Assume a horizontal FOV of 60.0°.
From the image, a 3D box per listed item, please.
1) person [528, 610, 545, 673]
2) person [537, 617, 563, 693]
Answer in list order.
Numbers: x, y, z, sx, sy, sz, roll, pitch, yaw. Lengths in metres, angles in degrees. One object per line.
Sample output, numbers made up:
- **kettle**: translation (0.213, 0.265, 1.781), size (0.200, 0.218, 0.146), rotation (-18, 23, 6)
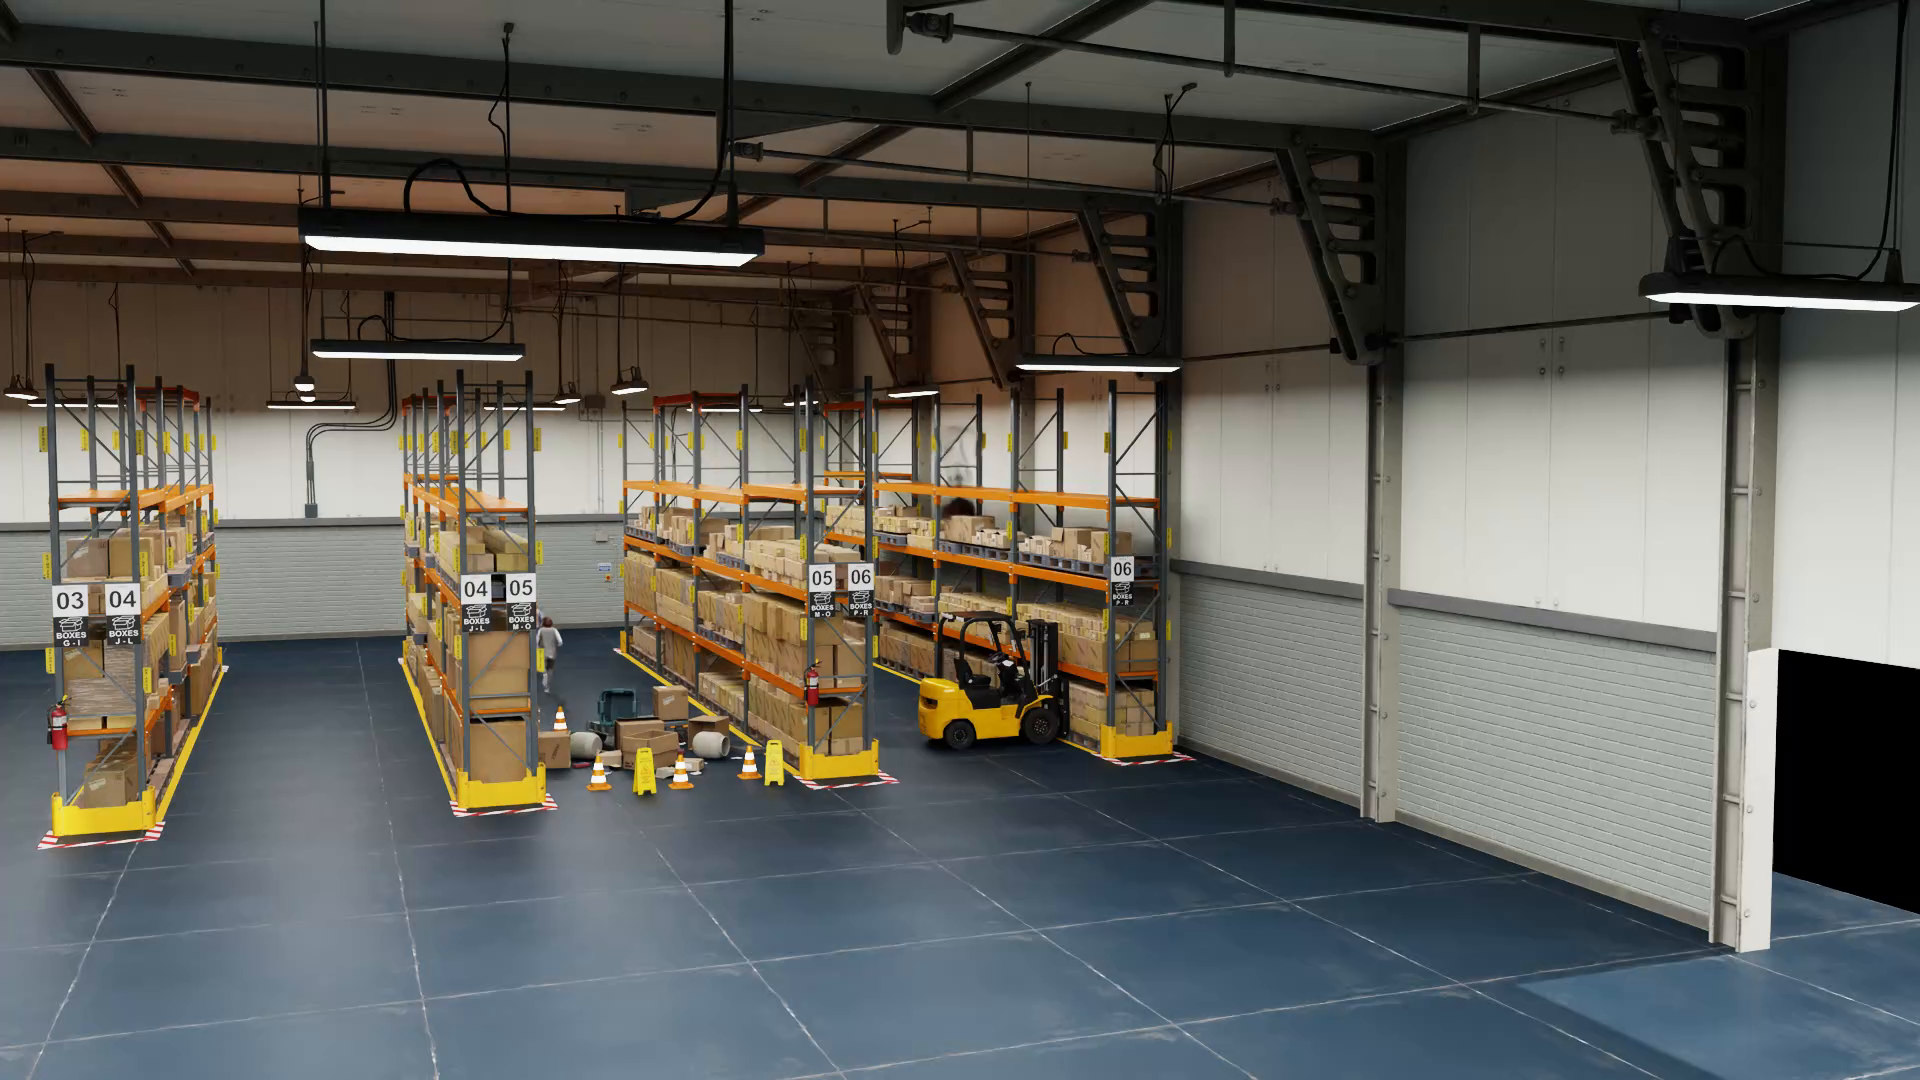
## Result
- **person**: translation (-9.246, 2.126, 35.937), size (0.608, 1.646, 0.890), rotation (-1, 4, -20)
- **person**: translation (-8.207, 2.307, 33.135), size (0.564, 1.560, 0.599), rotation (-1, 4, -20)
